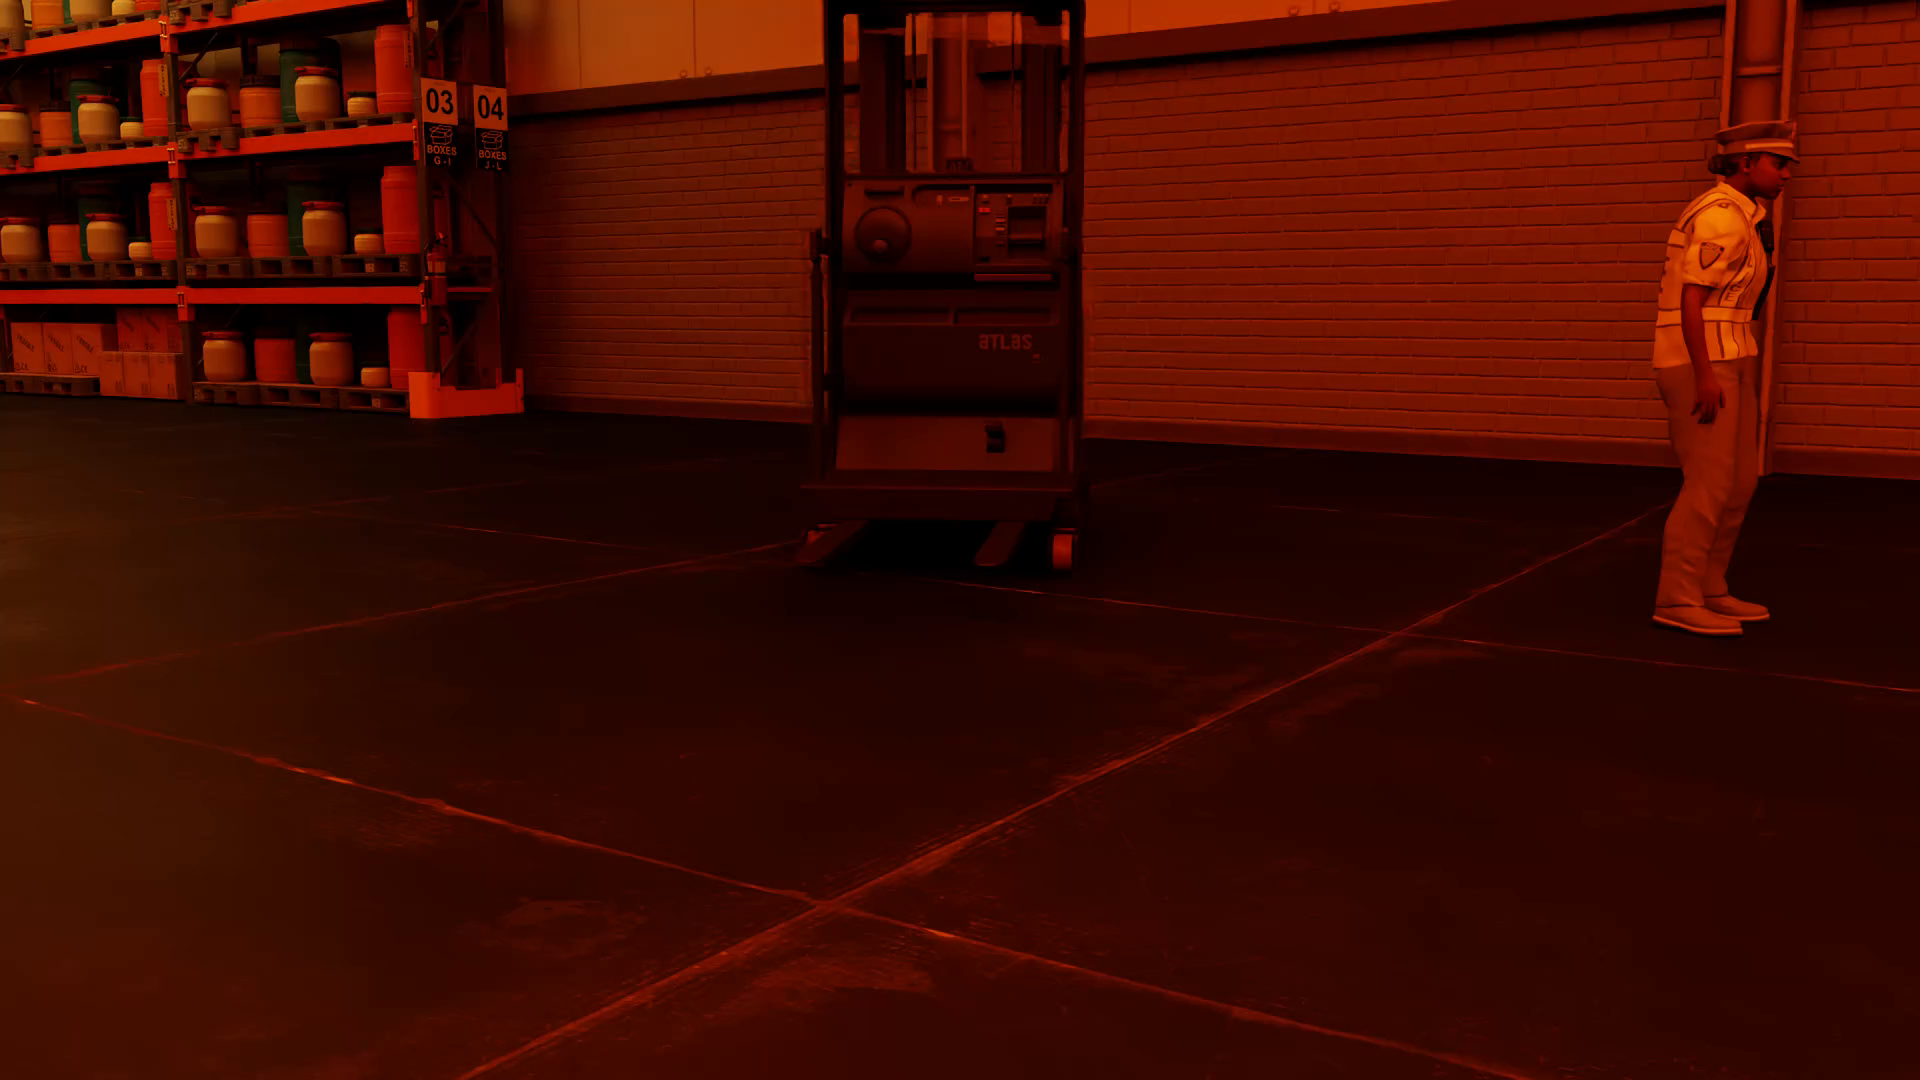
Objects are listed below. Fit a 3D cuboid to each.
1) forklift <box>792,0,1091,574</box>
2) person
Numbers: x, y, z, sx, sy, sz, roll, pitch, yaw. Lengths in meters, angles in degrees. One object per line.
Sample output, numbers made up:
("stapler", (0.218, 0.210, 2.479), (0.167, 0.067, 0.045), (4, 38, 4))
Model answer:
("forklift", (-0.051, -1.364, 6.788), (1.130, 2.935, 3.031), (1, 8, 6))
("person", (2.516, -0.538, 5.519), (0.394, 1.657, 0.505), (6, 10, 38))
